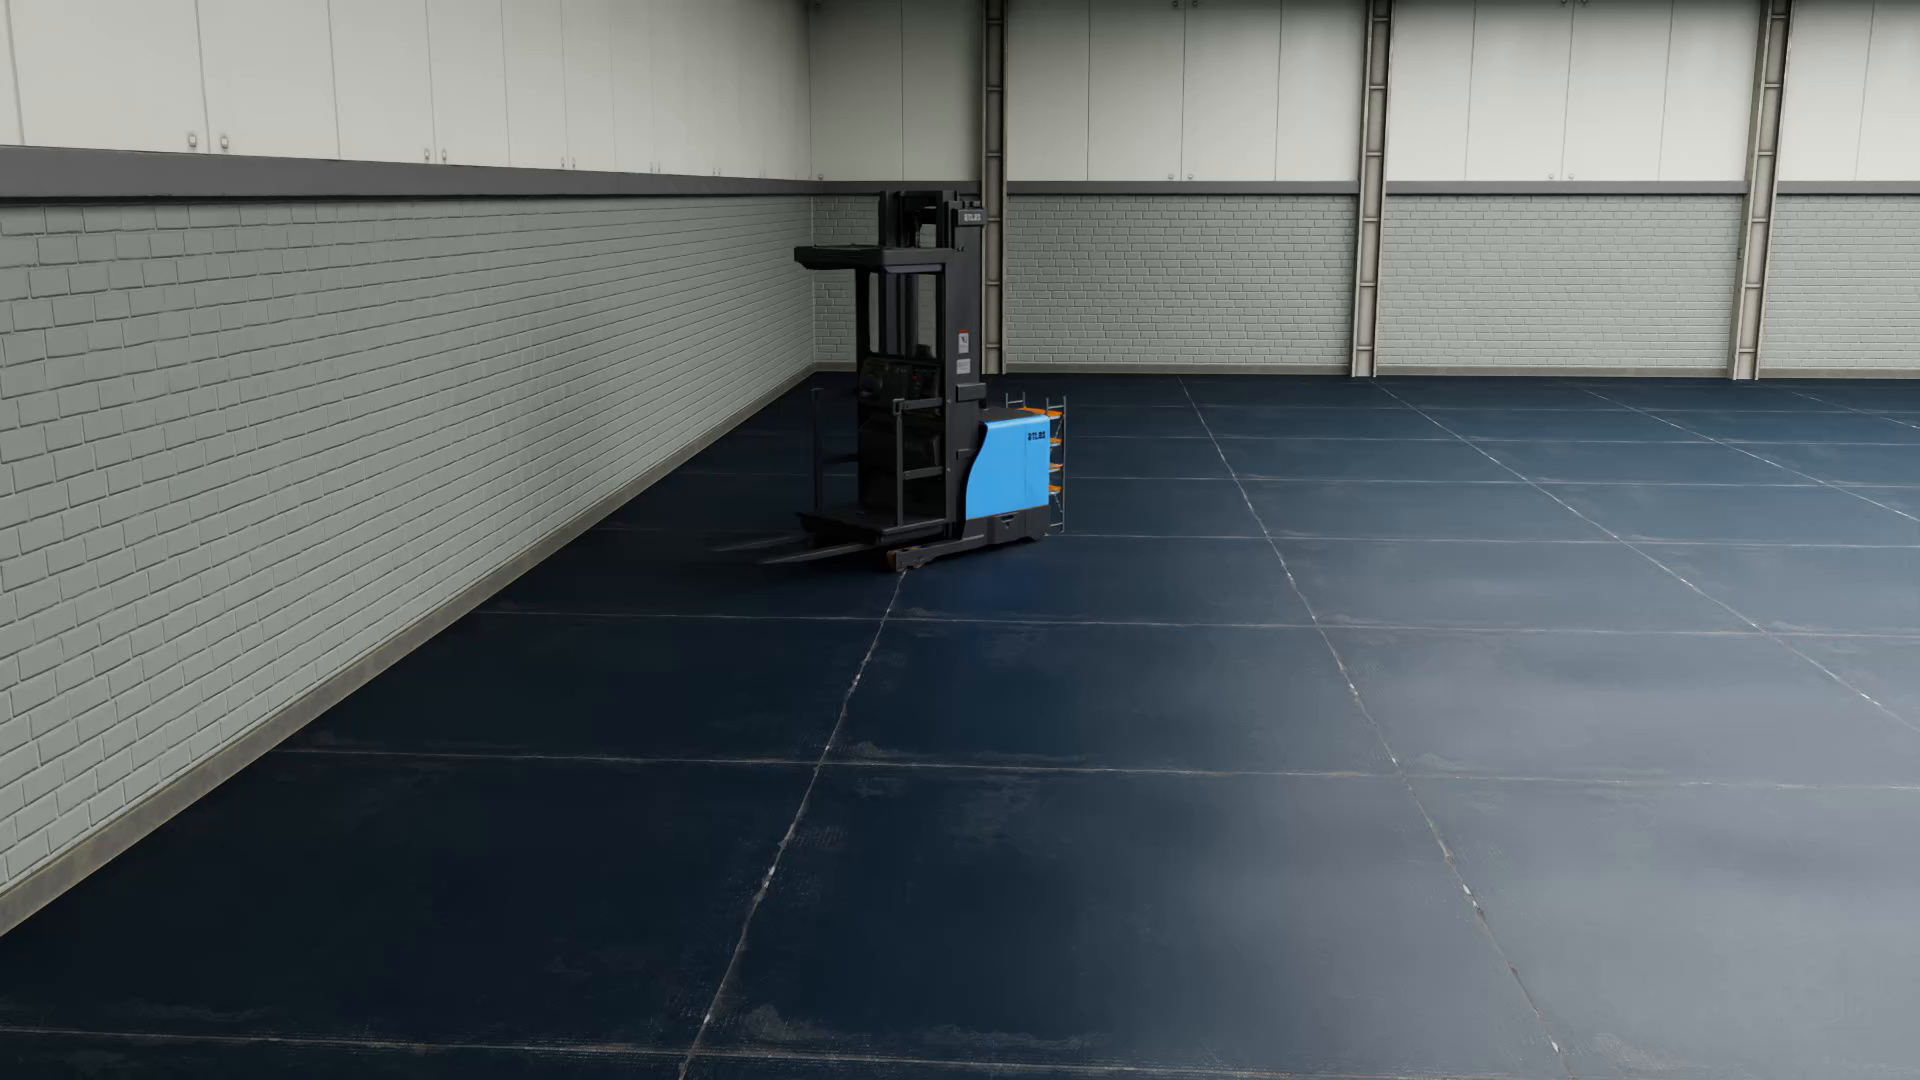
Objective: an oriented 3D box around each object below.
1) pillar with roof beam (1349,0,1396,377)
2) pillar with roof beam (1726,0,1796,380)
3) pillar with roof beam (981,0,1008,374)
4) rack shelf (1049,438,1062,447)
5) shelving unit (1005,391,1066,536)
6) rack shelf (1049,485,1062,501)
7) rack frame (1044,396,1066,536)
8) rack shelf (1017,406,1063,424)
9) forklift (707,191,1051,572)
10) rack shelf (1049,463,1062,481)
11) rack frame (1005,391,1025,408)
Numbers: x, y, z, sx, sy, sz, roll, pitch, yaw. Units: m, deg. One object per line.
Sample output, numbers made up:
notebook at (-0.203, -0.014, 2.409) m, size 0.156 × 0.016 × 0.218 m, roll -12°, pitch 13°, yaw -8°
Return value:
pillar with roof beam at (6.252, -6.196, 21.908) m, size 0.400 × 9.000 × 9.100 m, roll 1°, pitch 12°, yaw 4°
pillar with roof beam at (12.239, -6.113, 21.516) m, size 0.400 × 9.000 × 9.100 m, roll 1°, pitch 12°, yaw 4°
pillar with roof beam at (0.266, -6.278, 22.301) m, size 0.400 × 9.000 × 9.100 m, roll 1°, pitch 12°, yaw 4°
rack shelf at (0.651, -0.828, 14.532) m, size 0.258 × 0.148 × 0.480 m, roll -11°, pitch 16°, yaw -43°
shelving unit at (0.651, -0.675, 14.564) m, size 0.258 × 1.200 × 0.503 m, roll -11°, pitch 16°, yaw -43°
rack shelf at (0.651, -0.415, 14.618) m, size 0.258 × 0.148 × 0.480 m, roll -11°, pitch 16°, yaw -43°
rack frame at (0.821, -0.639, 14.392) m, size 0.240 × 1.200 × 0.015 m, roll -11°, pitch 16°, yaw -43°
rack shelf at (0.651, -1.060, 14.484) m, size 0.258 × 0.148 × 0.480 m, roll -11°, pitch 16°, yaw -43°
forklift at (-0.634, -1.305, 13.346) m, size 3.031 × 2.935 × 1.130 m, roll -11°, pitch 16°, yaw -43°
rack shelf at (0.651, -0.609, 14.578) m, size 0.258 × 0.148 × 0.480 m, roll -11°, pitch 16°, yaw -43°
rack frame at (0.482, -0.711, 14.736) m, size 0.240 × 1.200 × 0.015 m, roll -11°, pitch 16°, yaw -43°
